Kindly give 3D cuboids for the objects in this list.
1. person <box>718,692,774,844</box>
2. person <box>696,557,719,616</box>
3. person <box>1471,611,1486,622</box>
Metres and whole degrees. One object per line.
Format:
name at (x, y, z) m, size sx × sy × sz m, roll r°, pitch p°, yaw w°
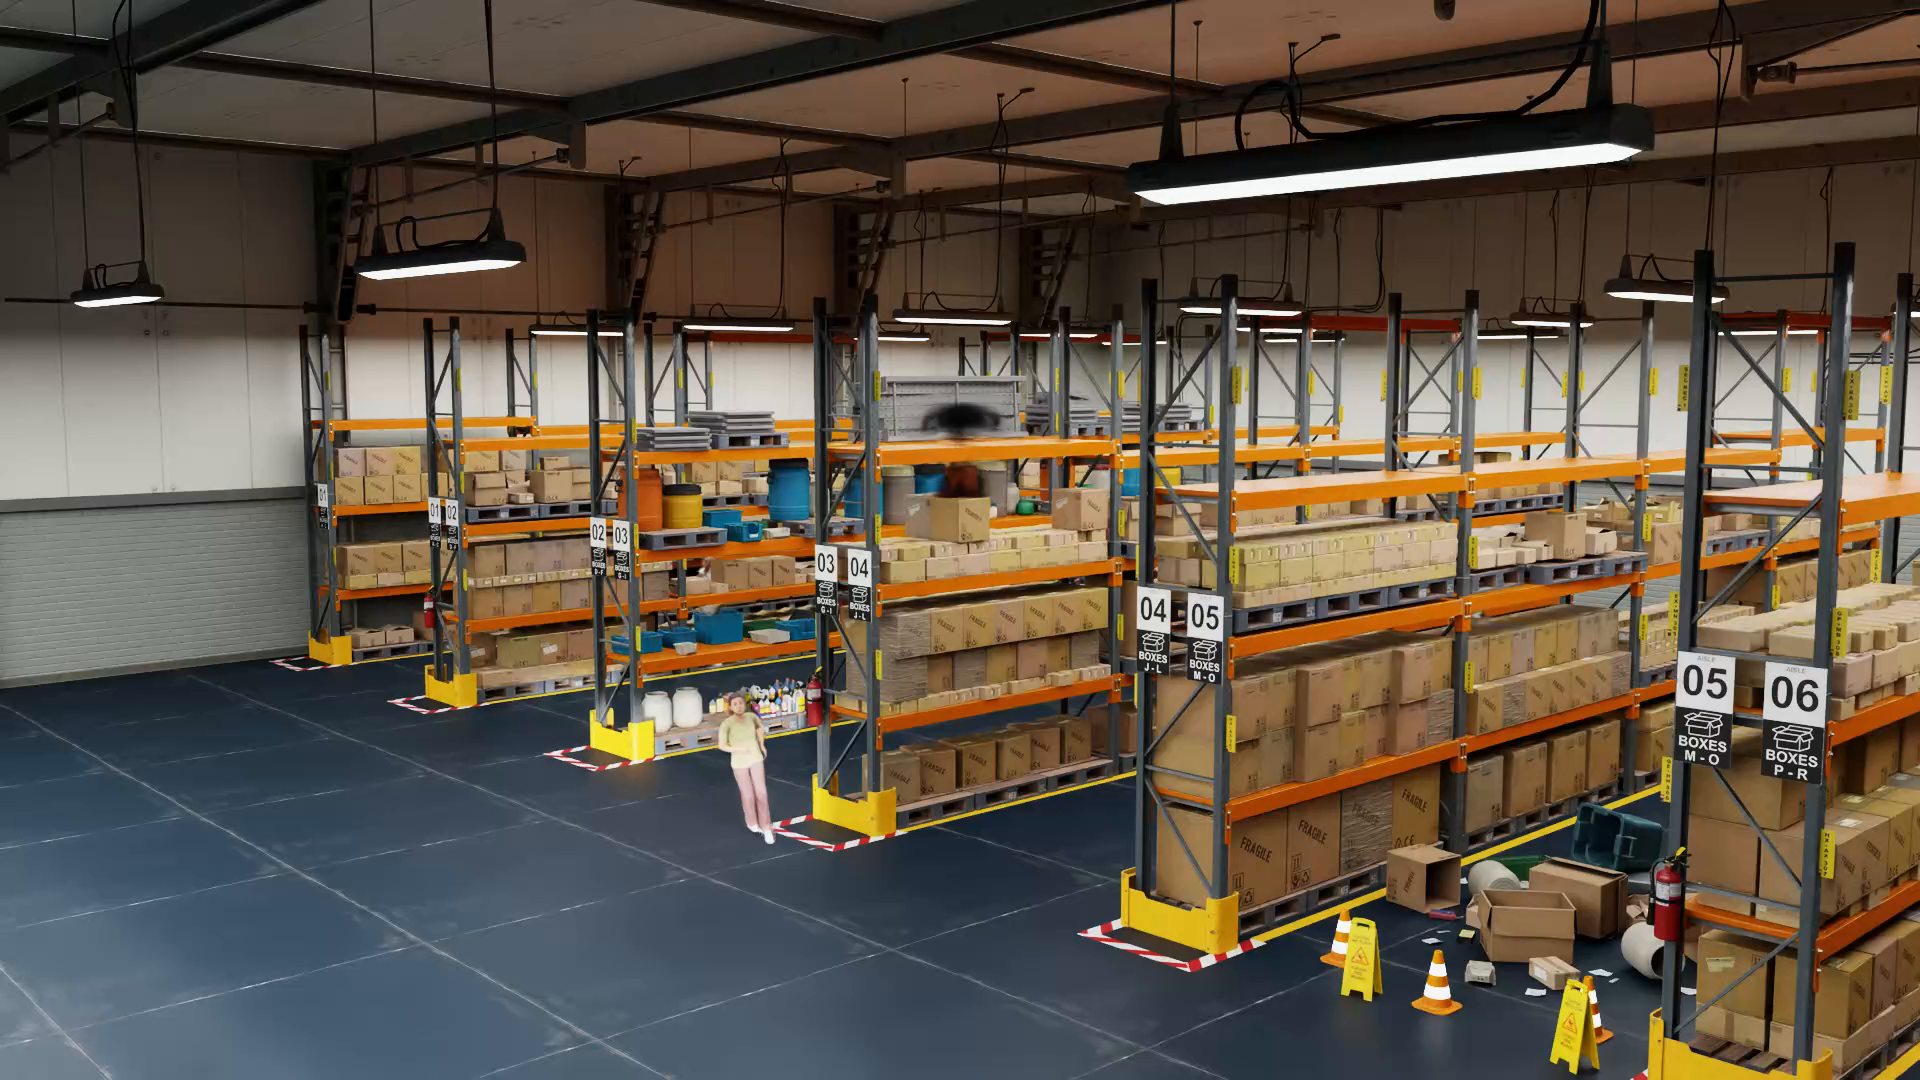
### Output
person at (-2.381, 2.514, 18.361) m, size 0.585 × 1.658 × 0.641 m, roll -2°, pitch 6°, yaw -16°
person at (-4.677, 1.151, 31.404) m, size 0.728 × 1.734 × 0.721 m, roll 4°, pitch 7°, yaw 35°
person at (7.740, 1.848, 24.874) m, size 0.624 × 1.653 × 0.628 m, roll 4°, pitch 7°, yaw 33°
